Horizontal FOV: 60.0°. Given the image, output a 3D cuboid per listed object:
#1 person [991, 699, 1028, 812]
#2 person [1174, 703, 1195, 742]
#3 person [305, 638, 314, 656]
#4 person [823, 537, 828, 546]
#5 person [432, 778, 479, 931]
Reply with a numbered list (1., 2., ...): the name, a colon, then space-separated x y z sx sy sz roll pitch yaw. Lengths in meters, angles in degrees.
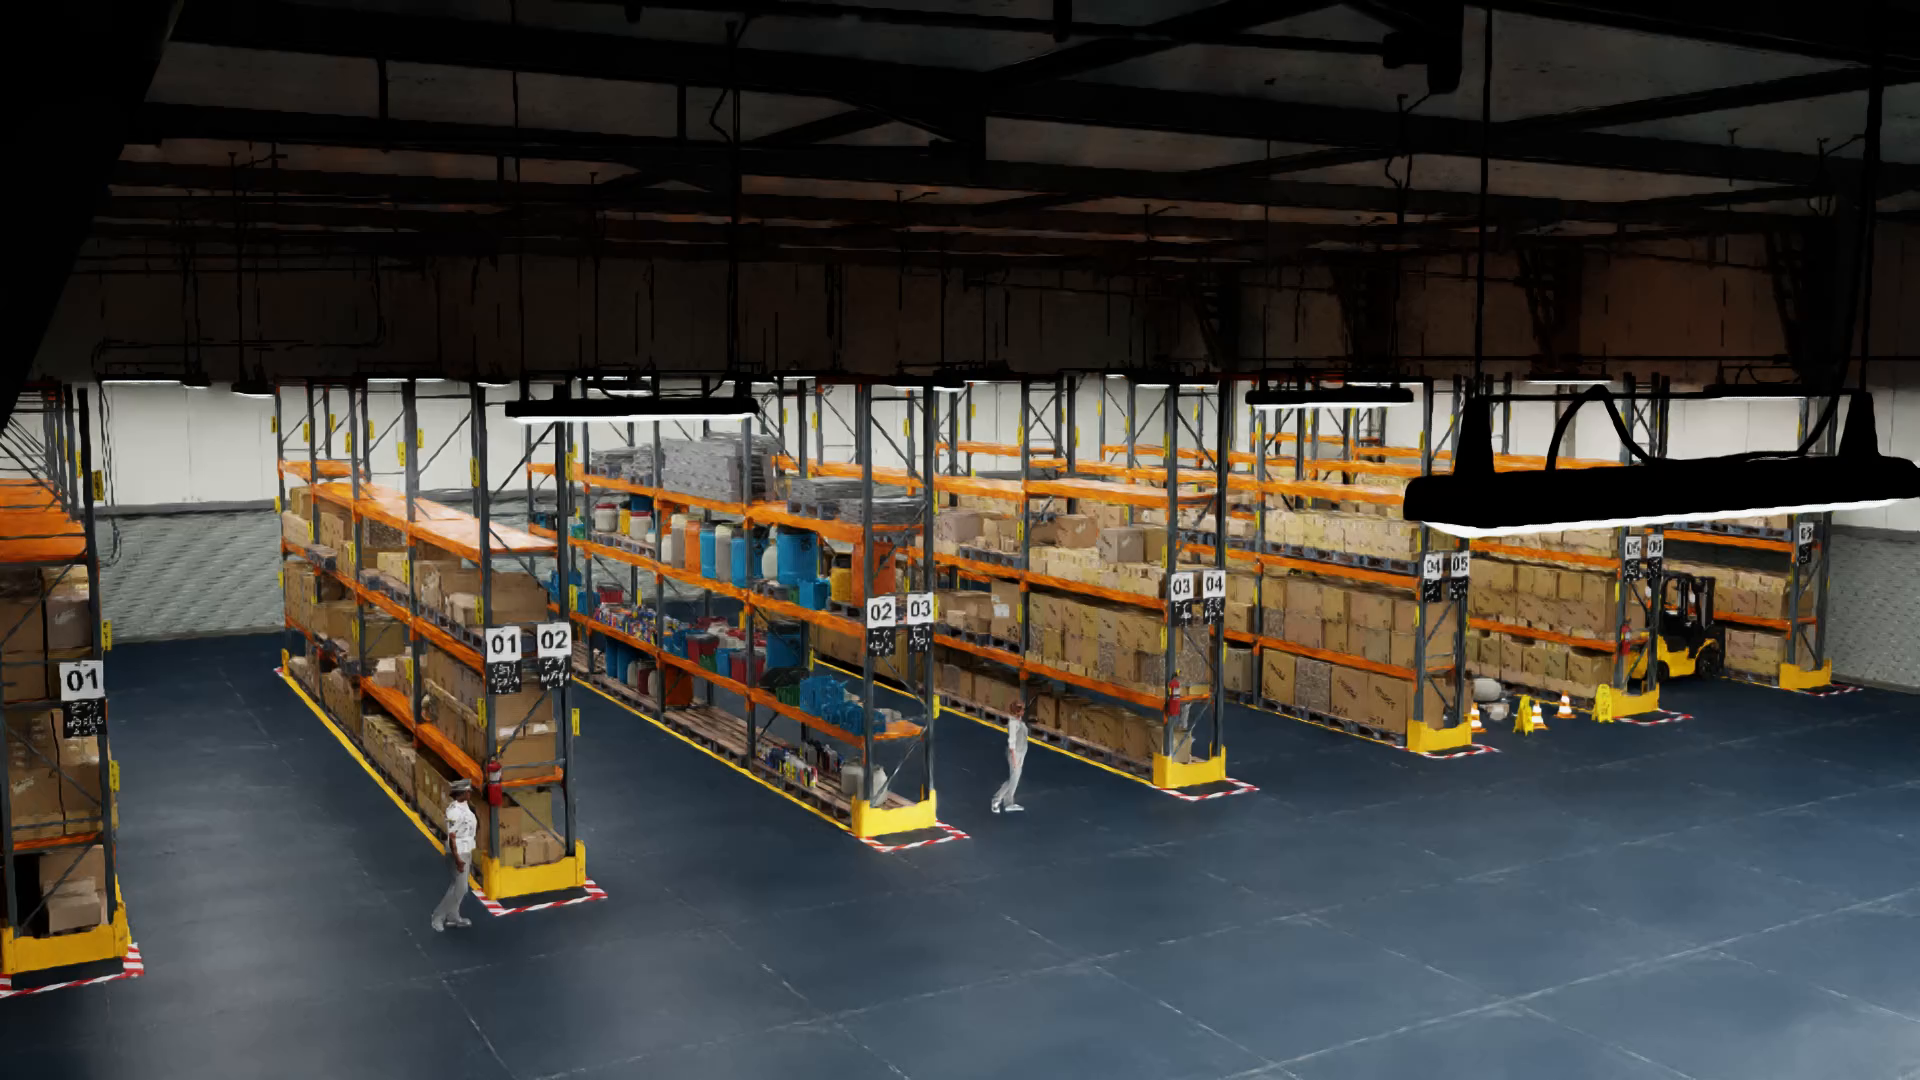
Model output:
1. person: 0.683 3.015 23.127 0.471 1.588 0.583 2 6 16
2. person: 3.648 2.421 27.503 0.618 1.783 0.456 4 7 31
3. person: -13.539 1.619 35.175 0.584 1.719 0.772 1 6 7
4. person: -3.430 0.777 42.880 0.595 1.757 0.595 2 7 17
5. person: -5.611 3.488 18.418 0.458 1.655 0.618 0 6 2
